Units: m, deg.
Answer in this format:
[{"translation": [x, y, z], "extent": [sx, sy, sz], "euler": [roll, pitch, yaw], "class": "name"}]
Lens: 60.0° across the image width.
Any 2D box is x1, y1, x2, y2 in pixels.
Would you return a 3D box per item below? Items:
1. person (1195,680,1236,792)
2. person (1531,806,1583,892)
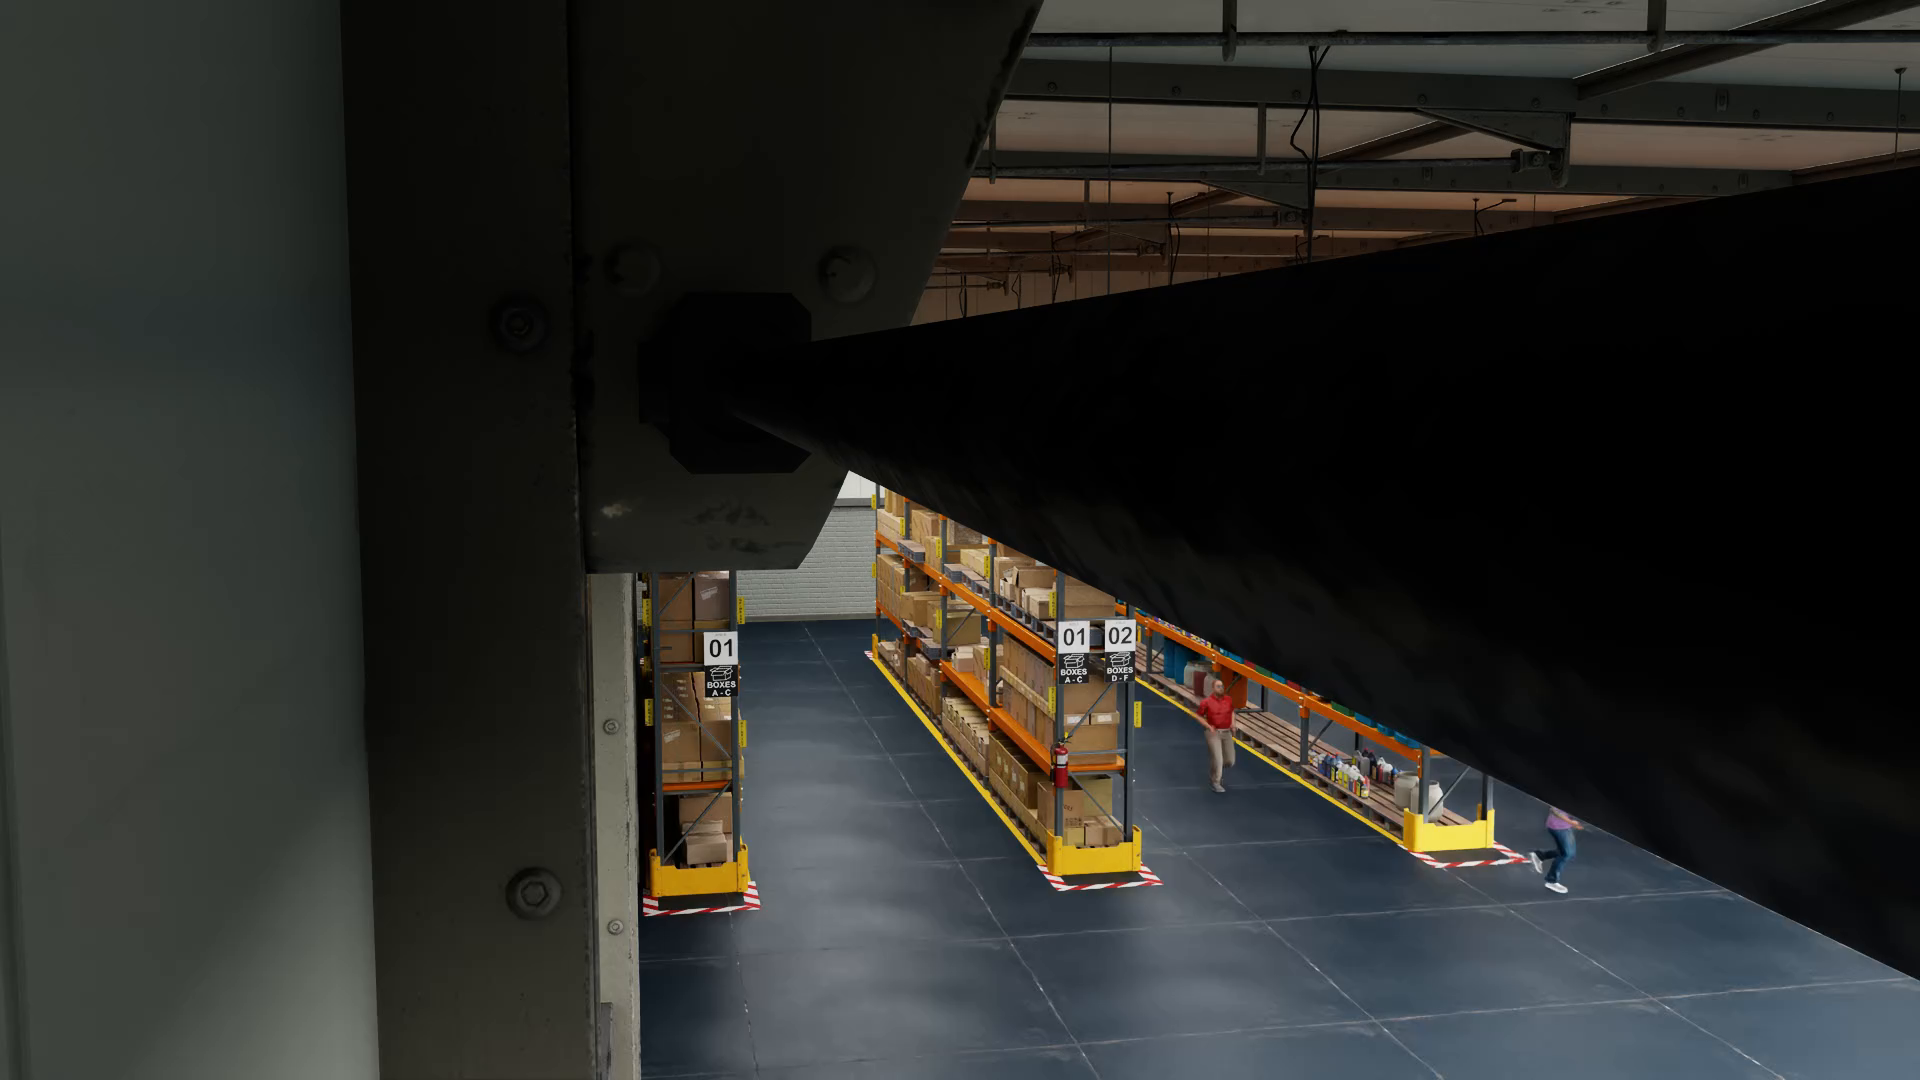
[{"translation": [3.873, 2.931, 24.999], "extent": [0.661, 1.673, 0.605], "euler": [-2, 6, -19], "class": "person"}, {"translation": [7.282, 3.491, 20.247], "extent": [0.623, 1.571, 0.566], "euler": [4, 7, 32], "class": "person"}]
